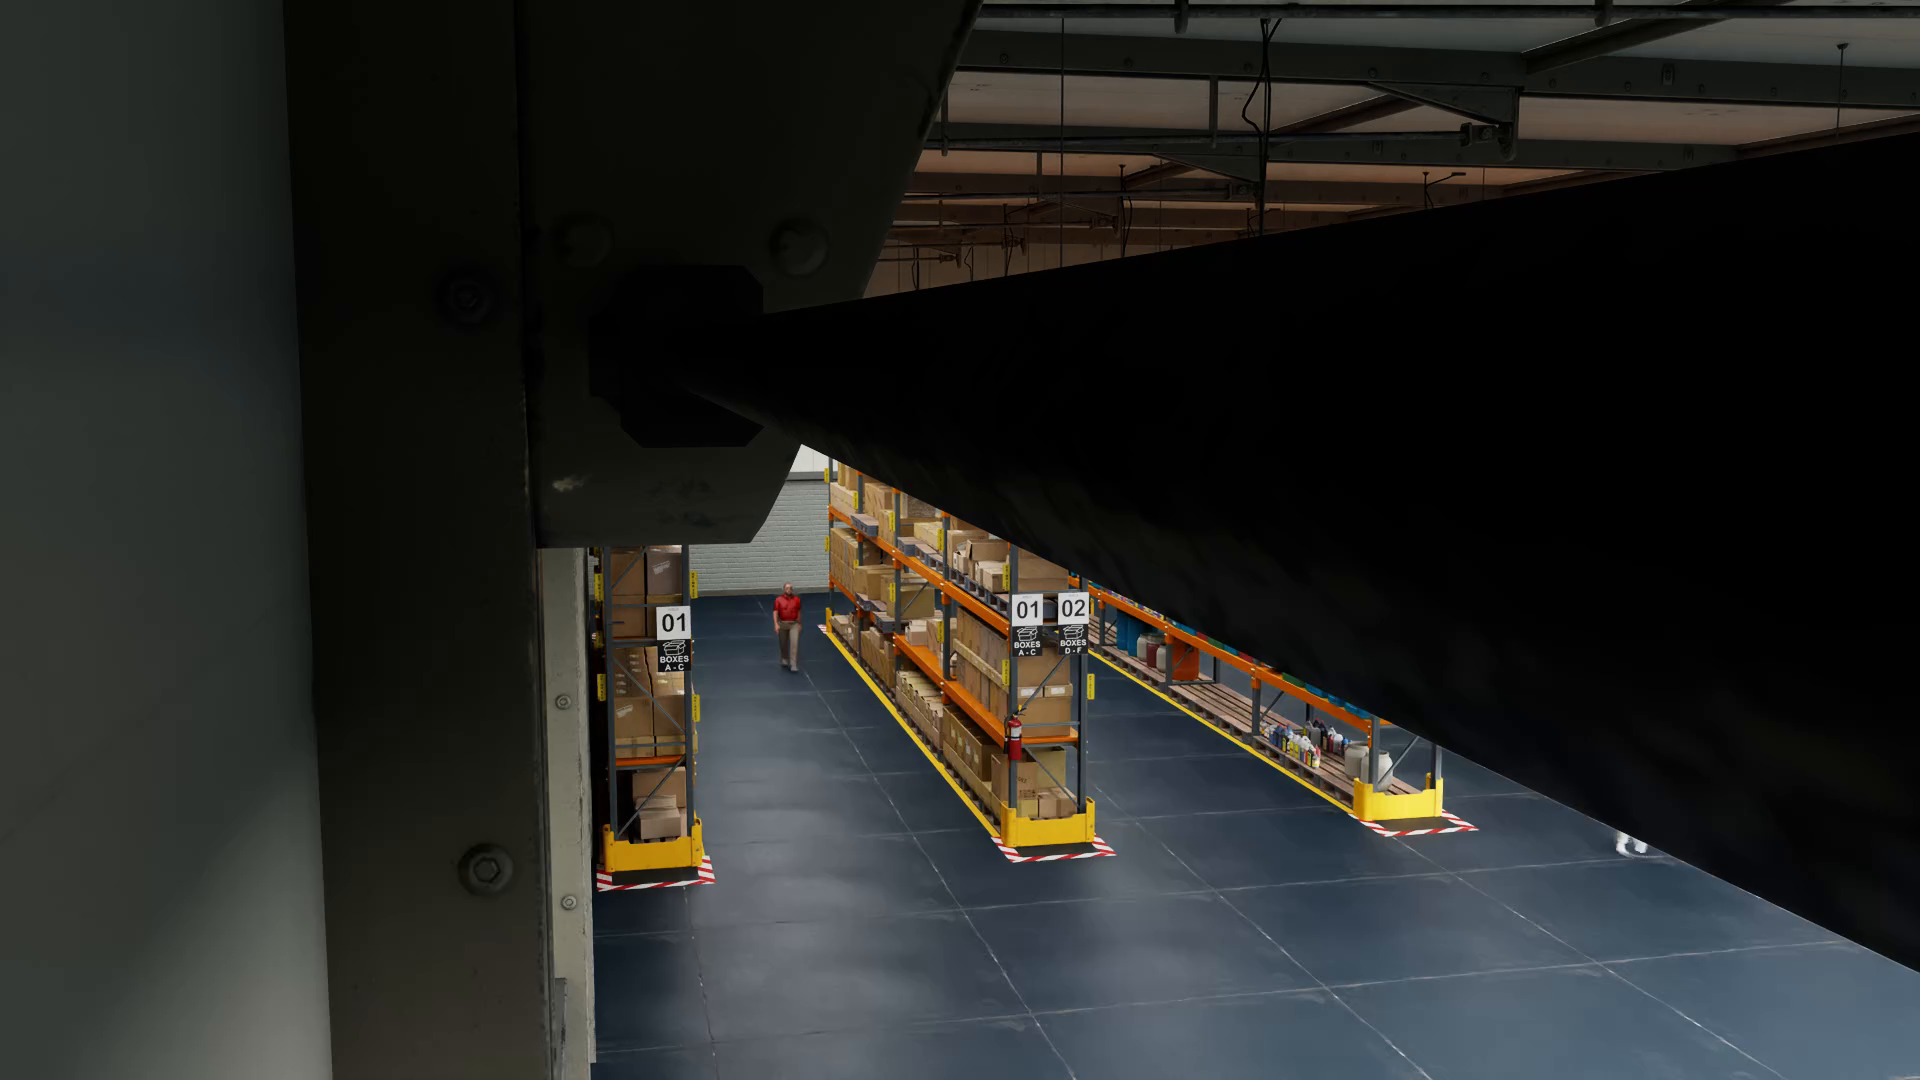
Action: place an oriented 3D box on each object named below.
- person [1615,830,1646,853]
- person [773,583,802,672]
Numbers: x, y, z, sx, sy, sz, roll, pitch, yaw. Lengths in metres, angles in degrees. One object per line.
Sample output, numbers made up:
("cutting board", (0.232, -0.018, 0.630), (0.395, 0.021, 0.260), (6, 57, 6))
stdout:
("person", (8.341, 3.047, 20.702), (0.477, 1.684, 0.388), (2, 7, 17))
("person", (-3.344, 1.671, 32.191), (0.546, 1.670, 1.042), (0, 7, -2))
